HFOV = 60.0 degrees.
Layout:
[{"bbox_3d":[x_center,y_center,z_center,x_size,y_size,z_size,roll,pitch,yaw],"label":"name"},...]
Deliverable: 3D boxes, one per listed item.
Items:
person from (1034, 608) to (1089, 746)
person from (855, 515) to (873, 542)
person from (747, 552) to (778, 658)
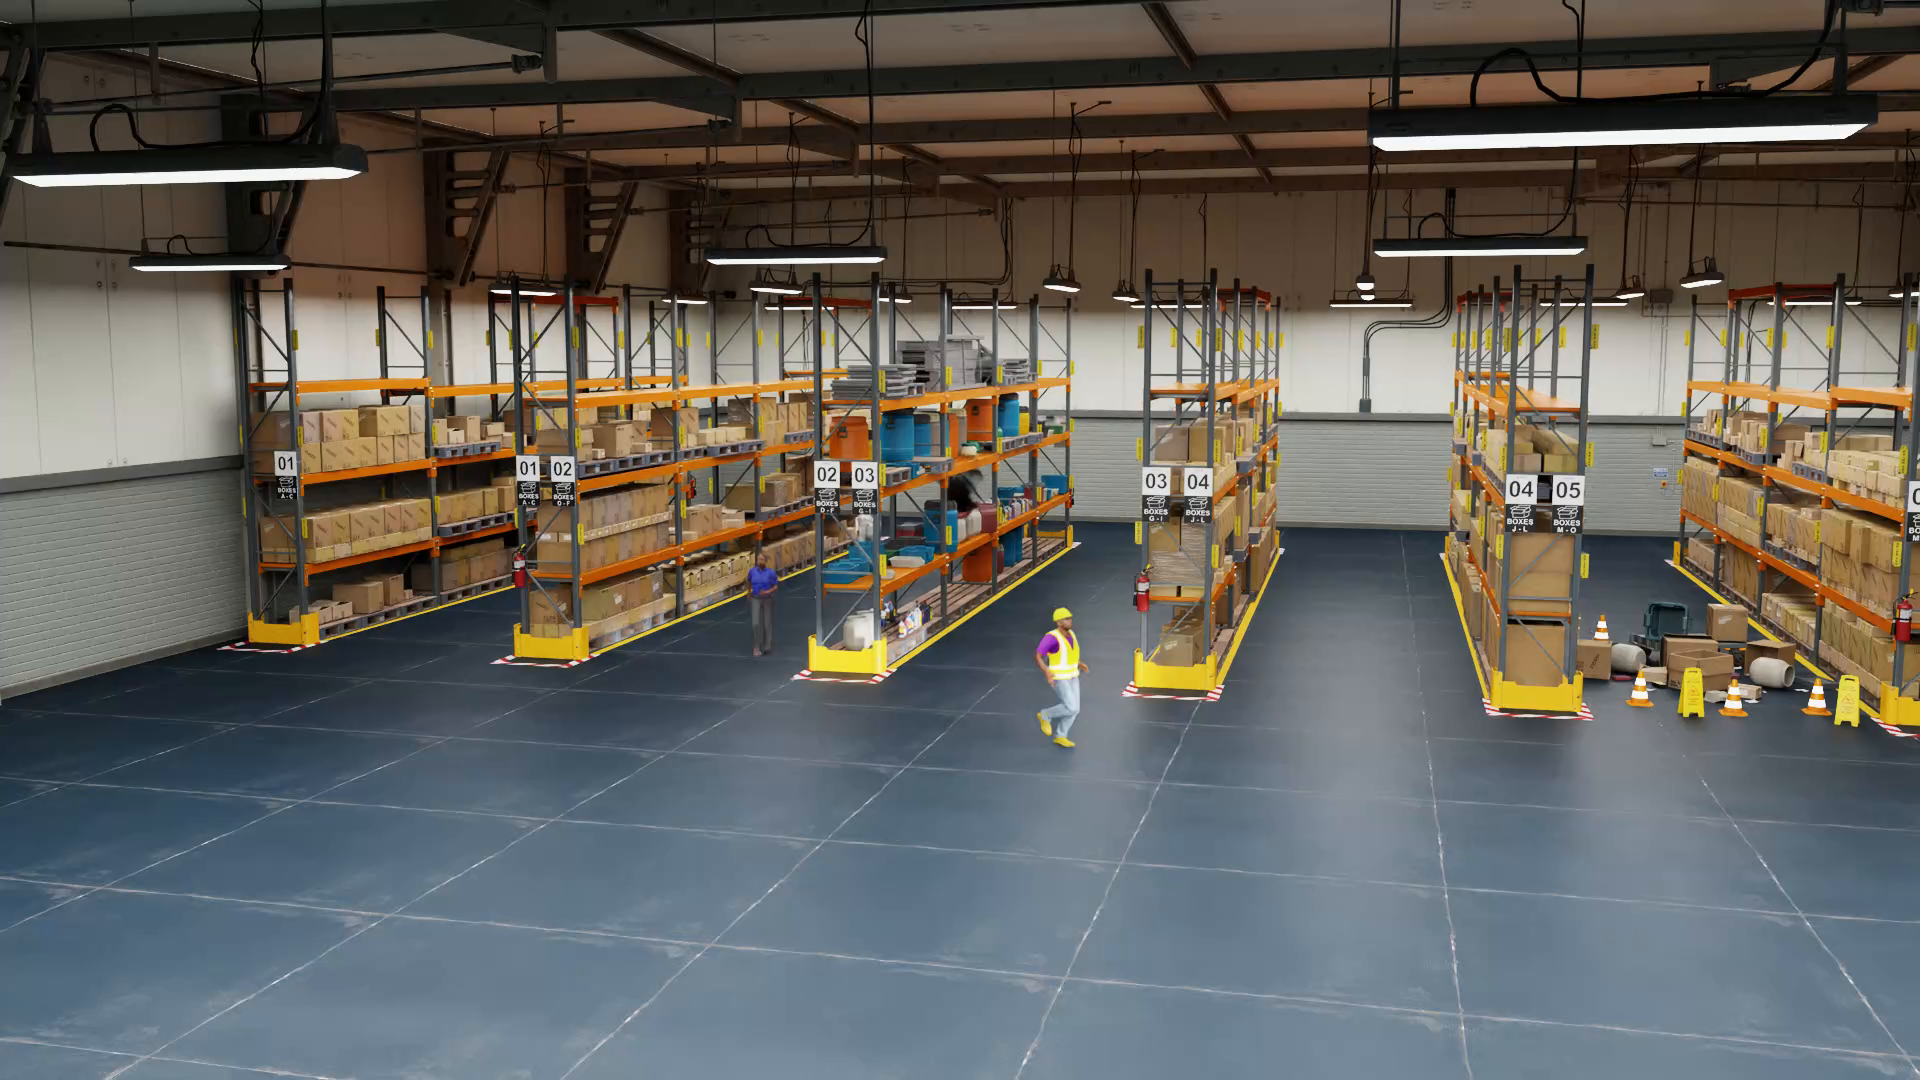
[{"bbox_3d":[1.276,1.697,20.577,0.583,1.724,0.711,6,9,41],"label":"person"},{"bbox_3d":[-1.950,-0.100,35.176,0.587,1.662,0.845,1,7,4],"label":"person"},{"bbox_3d":[-3.143,1.032,26.401,0.532,1.682,0.778,0,7,1],"label":"person"}]
